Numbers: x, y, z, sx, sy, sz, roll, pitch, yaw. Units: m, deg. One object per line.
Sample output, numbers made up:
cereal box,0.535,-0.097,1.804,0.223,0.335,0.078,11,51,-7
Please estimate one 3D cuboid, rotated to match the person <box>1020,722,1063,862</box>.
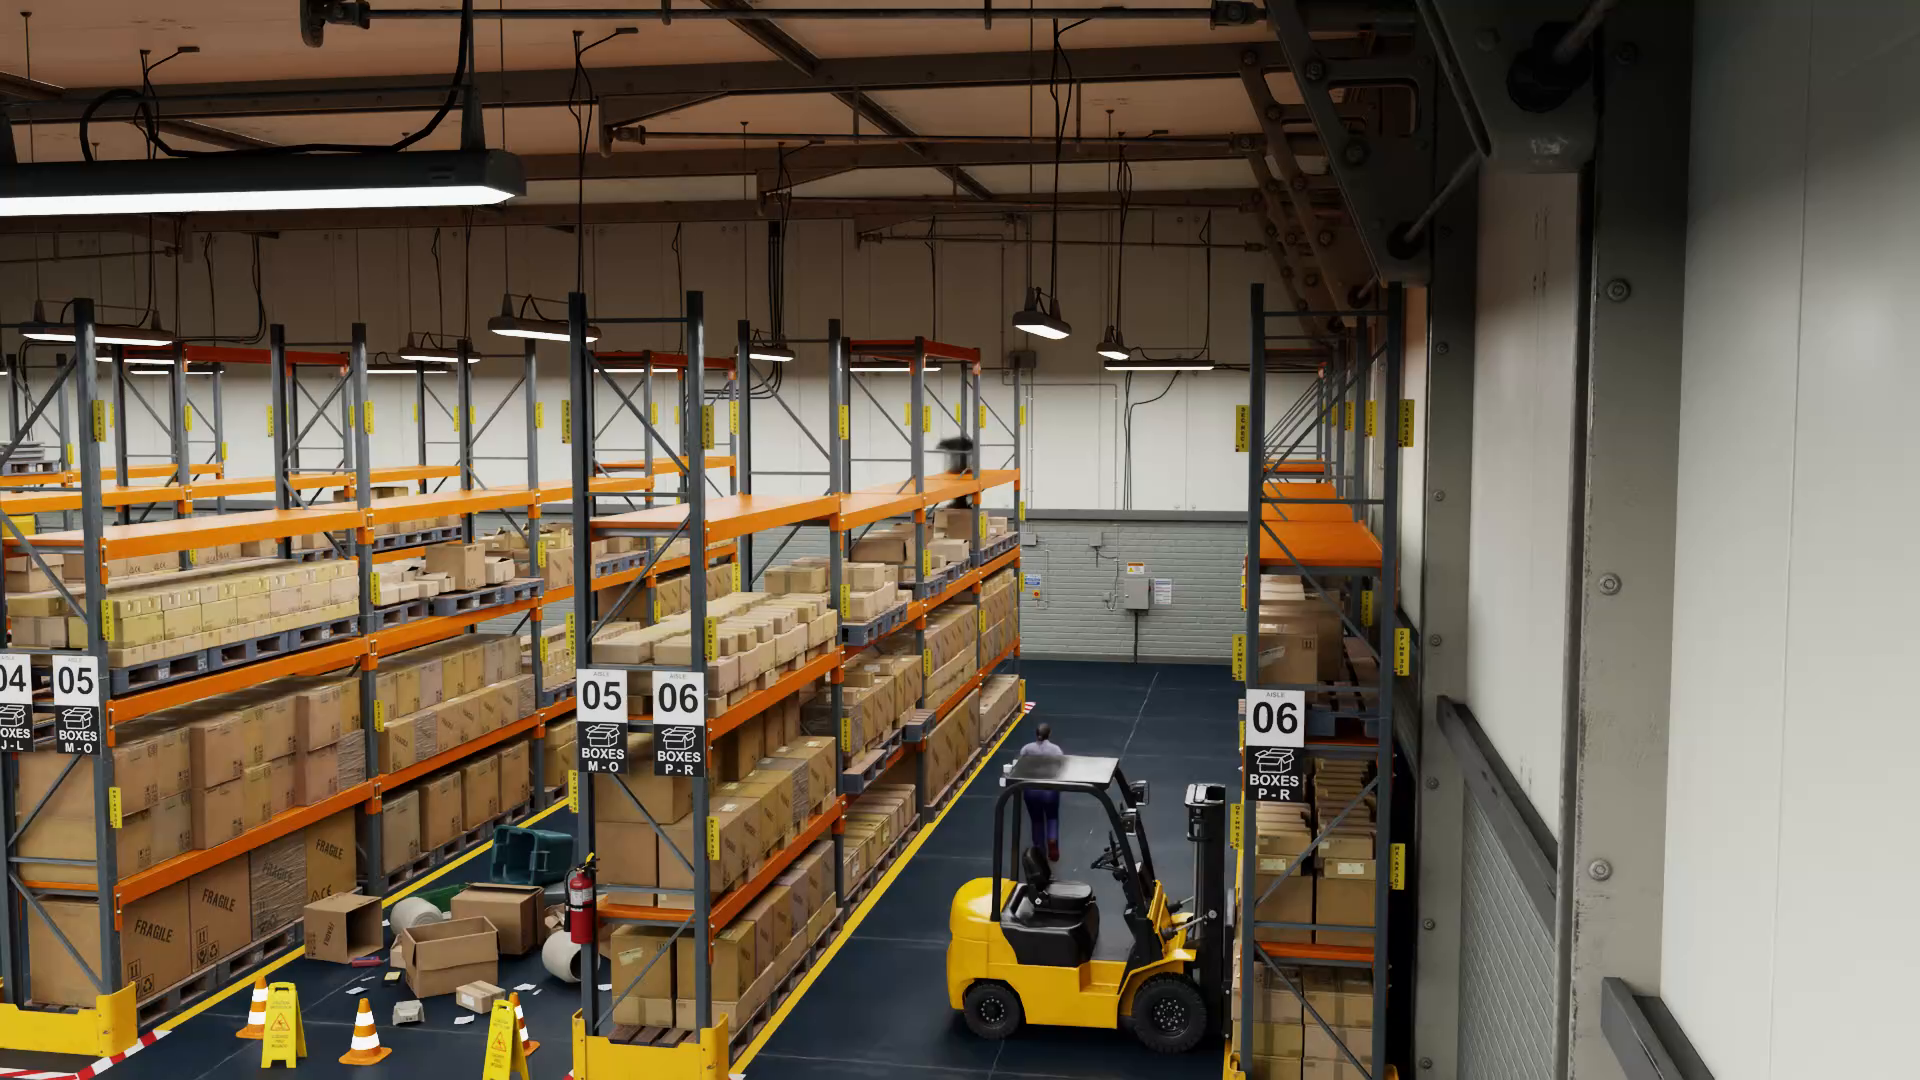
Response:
person,0.923,2.863,18.770,0.600,1.617,0.580,1,5,12
